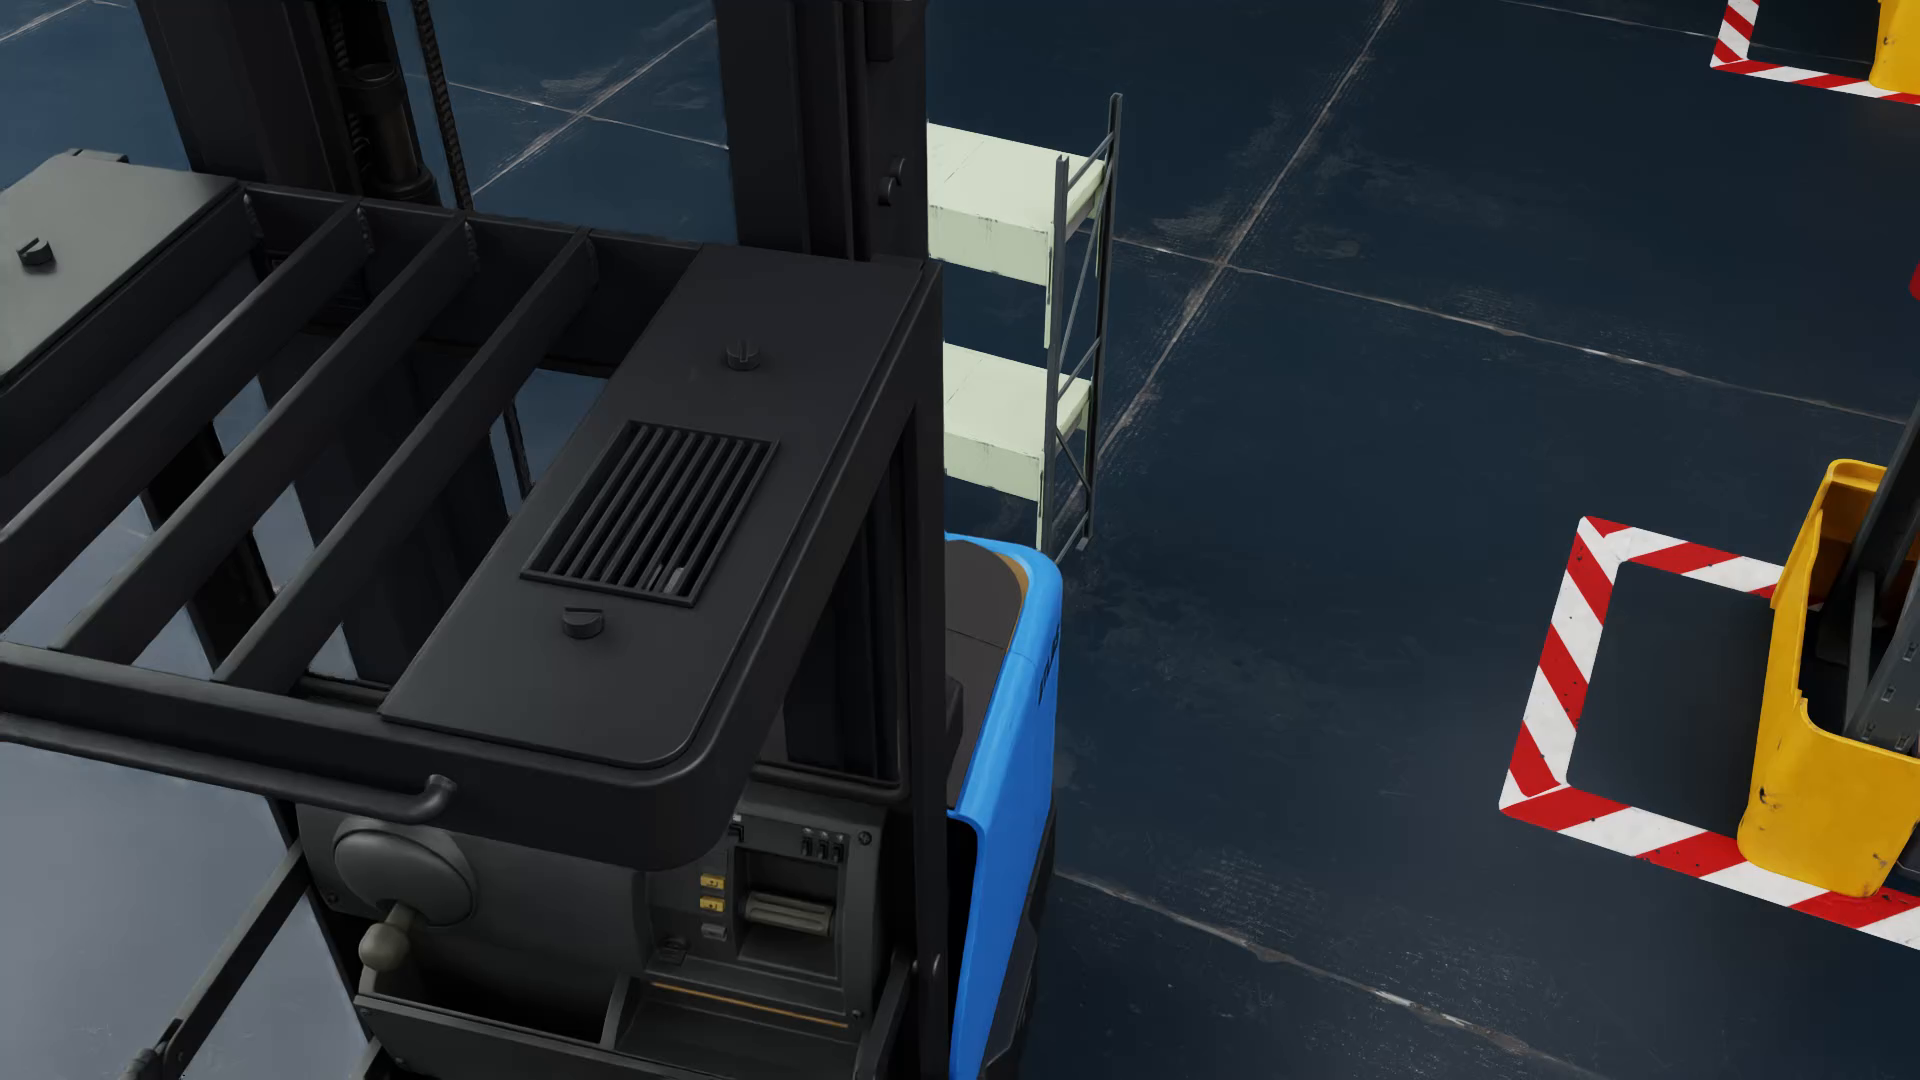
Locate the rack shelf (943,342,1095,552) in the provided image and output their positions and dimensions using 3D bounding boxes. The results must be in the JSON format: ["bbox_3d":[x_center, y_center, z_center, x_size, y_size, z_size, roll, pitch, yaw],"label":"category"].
[{"bbox_3d":[-0.006,-0.322,4.974,0.720,0.370,0.431,17,44,19],"label":"rack shelf"}]

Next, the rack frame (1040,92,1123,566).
[{"bbox_3d":[0.326,-0.467,4.644,0.023,1.500,0.400,17,44,19],"label":"rack frame"}]

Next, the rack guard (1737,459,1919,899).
[{"bbox_3d":[2.405,0.337,4.479,0.348,0.500,1.175,17,44,19],"label":"rack guard"}]

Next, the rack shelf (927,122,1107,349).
[{"bbox_3d":[-0.006,-0.863,4.505,0.720,0.370,0.431,17,44,19],"label":"rack shelf"}]

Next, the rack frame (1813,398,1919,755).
[{"bbox_3d":[2.427,-0.601,3.653,0.127,3.000,1.000,17,44,19],"label":"rack frame"}]

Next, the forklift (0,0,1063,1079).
[{"bbox_3d":[-0.618,0.584,2.338,1.130,2.935,3.031,9,42,11],"label":"forklift"}]

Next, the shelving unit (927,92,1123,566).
[{"bbox_3d":[-0.006,-0.569,4.761,0.755,1.500,0.431,17,44,19],"label":"shelving unit"}]

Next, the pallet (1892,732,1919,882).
[{"bbox_3d":[3.138,0.640,4.350,1.213,0.211,1.003,17,44,19],"label":"pallet"}]

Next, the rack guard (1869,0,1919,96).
[{"bbox_3d":[4.587,-2.576,7.841,0.348,0.500,1.175,17,44,19],"label":"rack guard"}]

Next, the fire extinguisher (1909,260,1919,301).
[{"bbox_3d":[2.516,-0.880,4.034,0.183,0.674,0.296,17,44,19],"label":"fire extinguisher"}]
